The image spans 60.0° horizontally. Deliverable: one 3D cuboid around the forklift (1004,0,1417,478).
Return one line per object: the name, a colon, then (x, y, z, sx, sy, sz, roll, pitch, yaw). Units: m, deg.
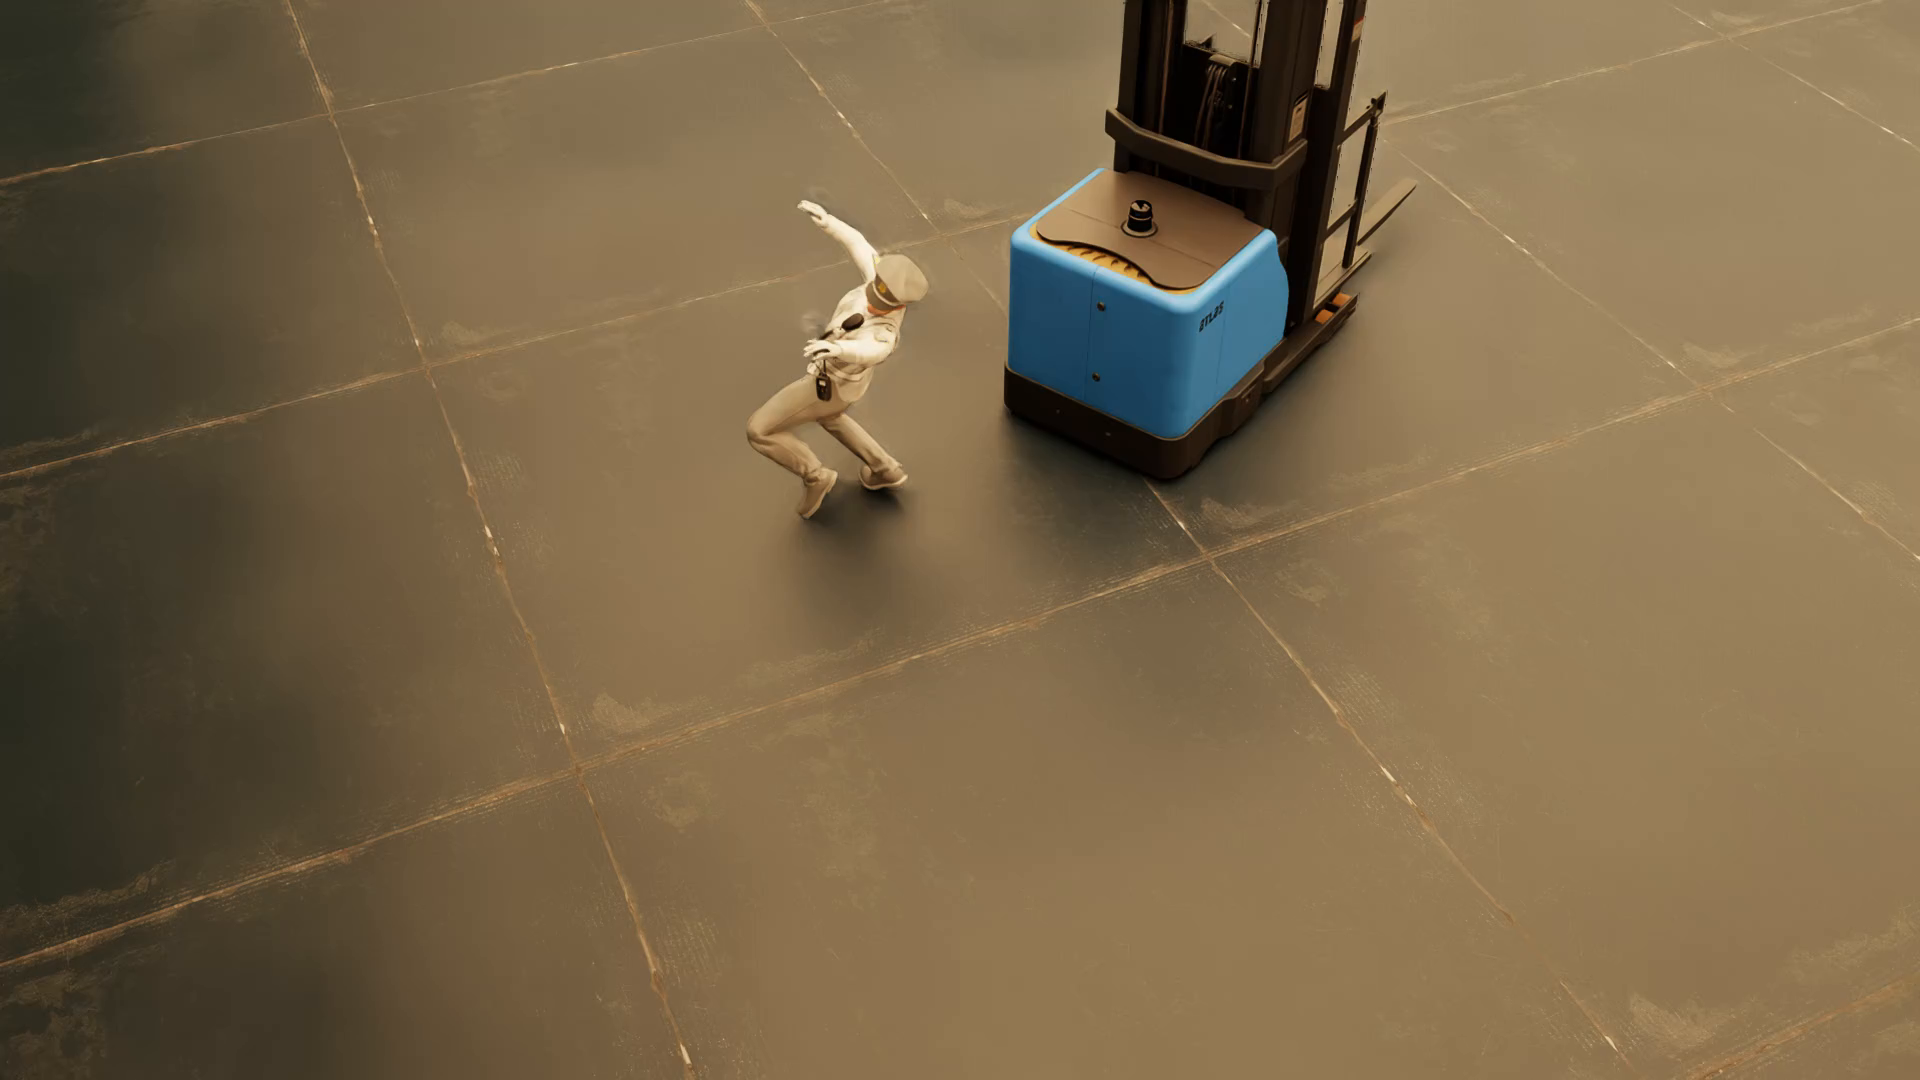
forklift: (1.509, -2.329, 8.176, 1.130, 2.935, 3.031, 27, 49, 26)

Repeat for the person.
person: (-0.579, -0.670, 7.426, 0.818, 1.565, 1.005, 11, 44, 12)
